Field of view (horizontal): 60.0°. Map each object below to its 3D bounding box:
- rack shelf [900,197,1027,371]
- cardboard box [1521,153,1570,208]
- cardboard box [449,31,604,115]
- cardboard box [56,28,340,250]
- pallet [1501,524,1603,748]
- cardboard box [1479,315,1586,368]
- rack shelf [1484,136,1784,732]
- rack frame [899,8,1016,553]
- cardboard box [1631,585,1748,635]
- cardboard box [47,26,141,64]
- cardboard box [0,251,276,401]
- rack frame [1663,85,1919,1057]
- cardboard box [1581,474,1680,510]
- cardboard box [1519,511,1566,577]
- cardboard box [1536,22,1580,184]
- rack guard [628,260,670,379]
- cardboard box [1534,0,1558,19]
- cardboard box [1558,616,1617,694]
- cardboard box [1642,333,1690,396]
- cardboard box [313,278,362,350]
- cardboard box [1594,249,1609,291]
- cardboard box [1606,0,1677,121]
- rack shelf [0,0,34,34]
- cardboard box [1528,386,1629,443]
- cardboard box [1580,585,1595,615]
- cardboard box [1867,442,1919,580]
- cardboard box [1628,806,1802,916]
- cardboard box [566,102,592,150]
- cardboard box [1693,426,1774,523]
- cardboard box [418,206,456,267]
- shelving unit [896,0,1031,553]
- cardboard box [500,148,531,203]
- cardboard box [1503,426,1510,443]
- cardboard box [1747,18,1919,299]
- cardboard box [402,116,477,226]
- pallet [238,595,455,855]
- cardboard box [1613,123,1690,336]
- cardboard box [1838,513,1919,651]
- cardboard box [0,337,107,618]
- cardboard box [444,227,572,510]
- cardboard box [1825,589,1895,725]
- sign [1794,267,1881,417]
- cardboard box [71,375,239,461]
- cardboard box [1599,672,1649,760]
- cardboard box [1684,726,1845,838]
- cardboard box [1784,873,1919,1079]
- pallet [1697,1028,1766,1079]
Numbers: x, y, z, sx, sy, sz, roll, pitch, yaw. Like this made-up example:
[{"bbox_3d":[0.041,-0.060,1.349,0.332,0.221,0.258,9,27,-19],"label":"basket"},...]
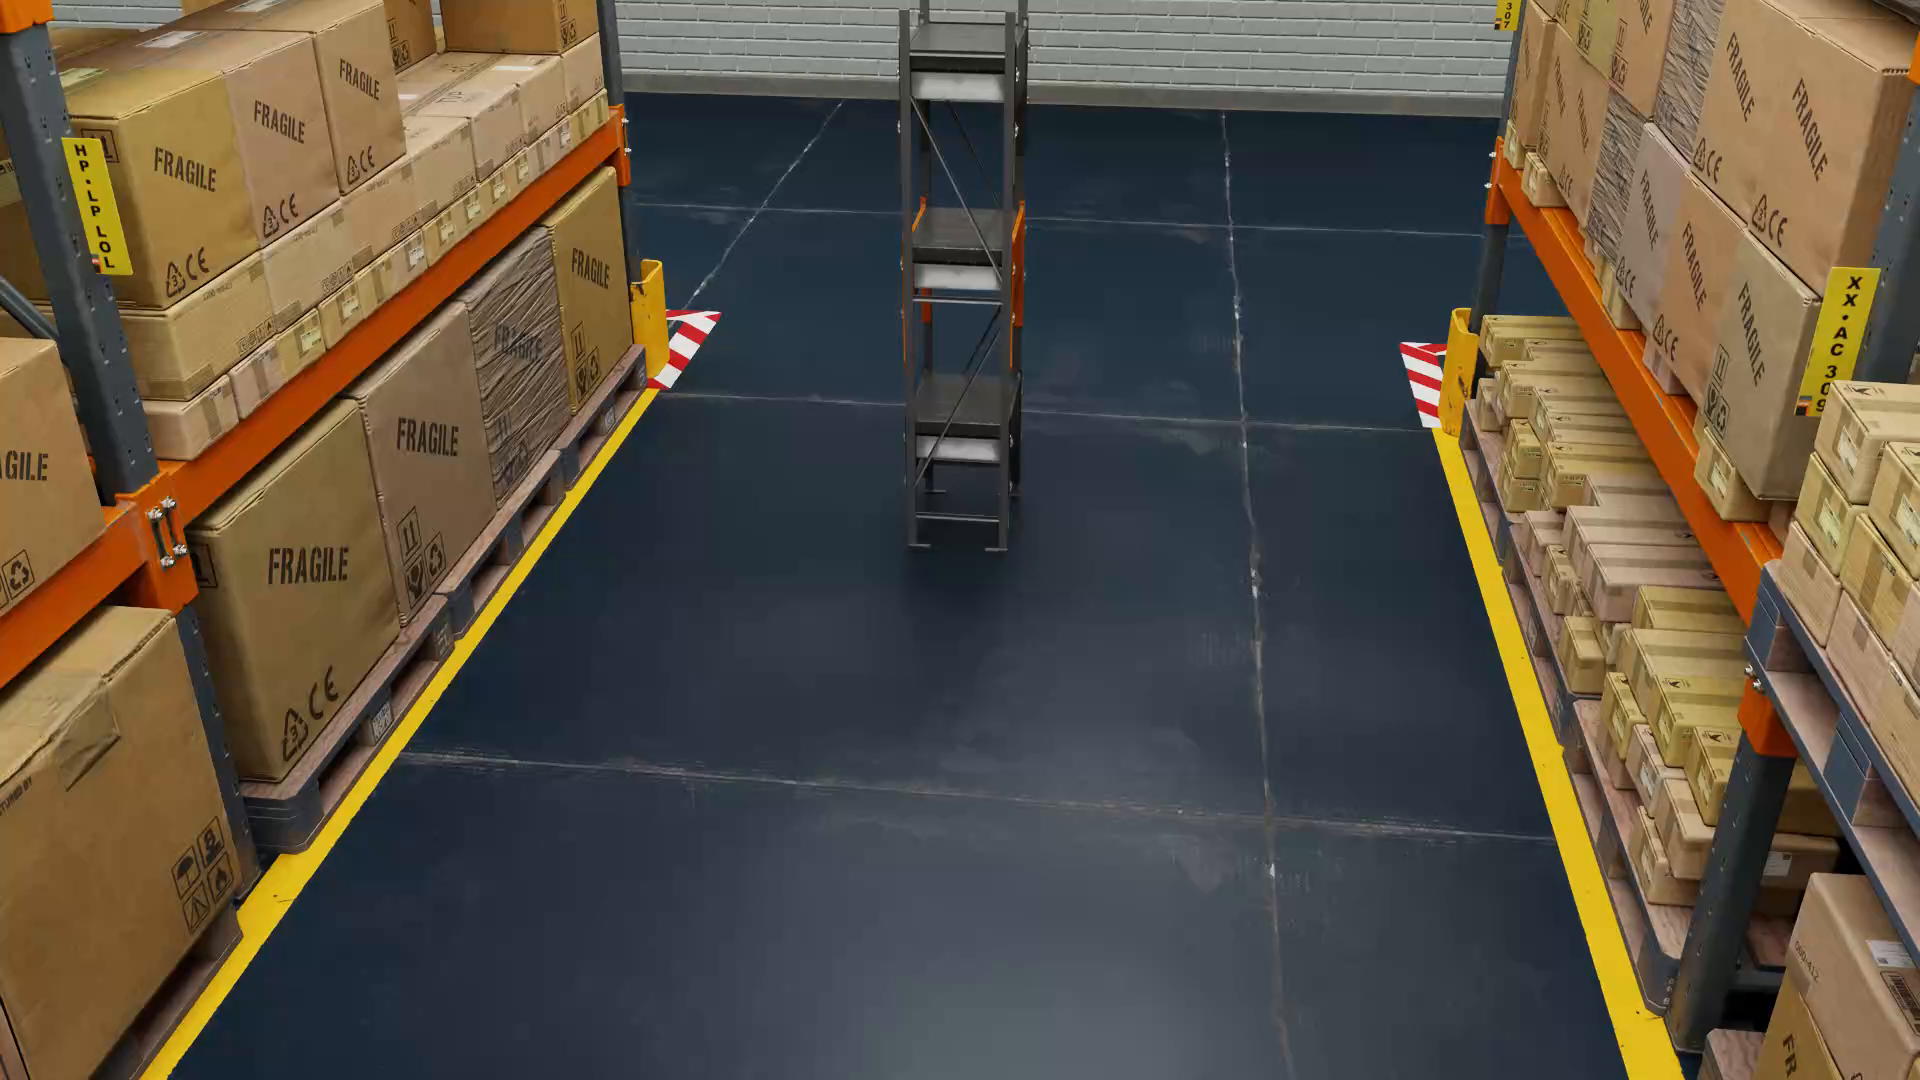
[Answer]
[{"bbox_3d":[0.020,-0.990,6.403,0.431,0.518,0.480,3,28,6],"label":"rack shelf"},{"bbox_3d":[2.397,-1.388,6.428,0.380,0.149,0.250,3,28,5],"label":"cardboard box"},{"bbox_3d":[-1.868,-2.035,7.209,0.500,0.250,0.500,3,28,5],"label":"cardboard box"},{"bbox_3d":[-2.182,-1.167,4.808,0.500,0.500,0.500,3,28,6],"label":"cardboard box"},{"bbox_3d":[2.542,0.339,5.898,1.003,0.211,1.213,3,28,6],"label":"pallet"},{"bbox_3d":[2.436,-0.842,7.087,0.380,0.149,0.250,2,28,4],"label":"cardboard box"},{"bbox_3d":[2.593,-0.619,5.495,1.077,0.370,4.000,3,28,6],"label":"rack shelf"},{"bbox_3d":[-0.010,-0.887,6.183,0.400,2.100,0.015,3,28,6],"label":"rack frame"},{"bbox_3d":[2.258,0.273,5.016,0.380,0.149,0.250,4,29,8],"label":"cardboard box"},{"bbox_3d":[-2.706,-1.193,4.856,0.500,0.500,0.500,4,29,7],"label":"cardboard box"},{"bbox_3d":[-2.245,-0.601,4.548,0.500,0.250,0.500,3,28,5],"label":"cardboard box"},{"bbox_3d":[2.348,0.005,3.577,1.000,3.000,0.127,3,28,6],"label":"rack frame"},{"bbox_3d":[2.359,-0.098,5.705,0.380,0.149,0.250,3,29,6],"label":"cardboard box"},{"bbox_3d":[2.288,0.018,6.117,0.380,0.149,0.250,2,28,4],"label":"cardboard box"},{"bbox_3d":[2.468,-1.604,6.145,0.500,0.500,0.500,3,29,6],"label":"cardboard box"},{"bbox_3d":[-2.069,-1.124,8.309,1.175,0.500,0.348,3,28,6],"label":"rack guard"},{"bbox_3d":[2.519,-2.297,6.377,0.500,0.500,0.500,3,28,6],"label":"cardboard box"},{"bbox_3d":[2.184,0.384,5.438,0.380,0.149,0.250,3,28,6],"label":"cardboard box"},{"bbox_3d":[2.225,-0.531,4.839,0.380,0.149,0.250,2,28,4],"label":"cardboard box"},{"bbox_3d":[-2.102,-0.711,5.173,0.380,0.149,0.250,3,28,5],"label":"cardboard box"},{"bbox_3d":[2.332,-0.896,5.516,0.380,0.149,0.250,4,29,8],"label":"cardboard box"},{"bbox_3d":[2.319,-1.575,5.038,0.500,0.500,0.500,2,28,5],"label":"cardboard box"},{"bbox_3d":[-2.808,-0.393,1.912,1.077,0.370,4.000,3,28,6],"label":"rack shelf"},{"bbox_3d":[2.416,-0.473,6.401,0.380,0.149,0.250,2,28,4],"label":"cardboard box"},{"bbox_3d":[2.300,0.164,5.532,0.380,0.149,0.250,2,28,4],"label":"cardboard box"},{"bbox_3d":[1.815,-0.040,2.857,0.380,0.149,0.250,4,29,8],"label":"cardboard box"},{"bbox_3d":[2.058,0.871,4.533,0.380,0.149,0.250,4,29,7],"label":"cardboard box"},{"bbox_3d":[-1.819,-1.793,7.181,0.380,0.149,0.250,4,29,7],"label":"cardboard box"},{"bbox_3d":[2.074,-0.160,4.149,0.380,0.149,0.250,3,28,5],"label":"cardboard box"},{"bbox_3d":[-2.007,-1.074,5.845,0.380,0.149,0.250,3,28,5],"label":"cardboard box"},{"bbox_3d":[0.020,-1.002,6.397,0.431,2.100,0.503,3,28,6],"label":"shelving unit"},{"bbox_3d":[-1.913,-1.435,6.516,0.380,0.149,0.250,3,28,5],"label":"cardboard box"},{"bbox_3d":[2.505,-0.451,6.988,0.380,0.149,0.250,3,28,6],"label":"cardboard box"},{"bbox_3d":[2.137,-0.847,3.686,0.500,0.500,0.500,2,28,4],"label":"cardboard box"},{"bbox_3d":[-2.053,-1.311,5.865,0.500,0.250,0.500,3,29,6],"label":"cardboard box"},{"bbox_3d":[-2.392,0.544,5.518,1.003,0.211,1.213,3,28,6],"label":"pallet"},{"bbox_3d":[2.254,-0.892,4.824,0.500,0.500,0.500,3,28,6],"label":"cardboard box"},{"bbox_3d":[1.813,0.081,2.946,0.380,0.149,0.250,3,28,5],"label":"cardboard box"},{"bbox_3d":[-2.349,-0.138,3.739,0.500,0.500,0.500,3,29,6],"label":"cardboard box"},{"bbox_3d":[-2.183,-0.729,6.737,0.875,0.875,0.875,3,28,6],"label":"cardboard box"},{"bbox_3d":[1.815,0.221,3.000,0.380,0.149,0.250,4,29,7],"label":"cardboard box"},{"bbox_3d":[1.808,-0.404,3.424,0.100,0.325,0.005,3,28,6],"label":"sign"},{"bbox_3d":[-2.196,-0.340,4.483,0.380,0.149,0.250,3,29,6],"label":"cardboard box"},{"bbox_3d":[2.107,0.523,4.867,0.380,0.149,0.250,2,28,4],"label":"cardboard box"},{"bbox_3d":[2.133,0.631,4.352,0.380,0.149,0.250,4,29,8],"label":"cardboard box"},{"bbox_3d":[1.995,0.923,3.276,0.500,0.250,0.500,2,28,4],"label":"cardboard box"},{"bbox_3d":[2.254,1.600,3.558,1.003,0.211,1.213,3,28,6],"label":"pallet"}]
